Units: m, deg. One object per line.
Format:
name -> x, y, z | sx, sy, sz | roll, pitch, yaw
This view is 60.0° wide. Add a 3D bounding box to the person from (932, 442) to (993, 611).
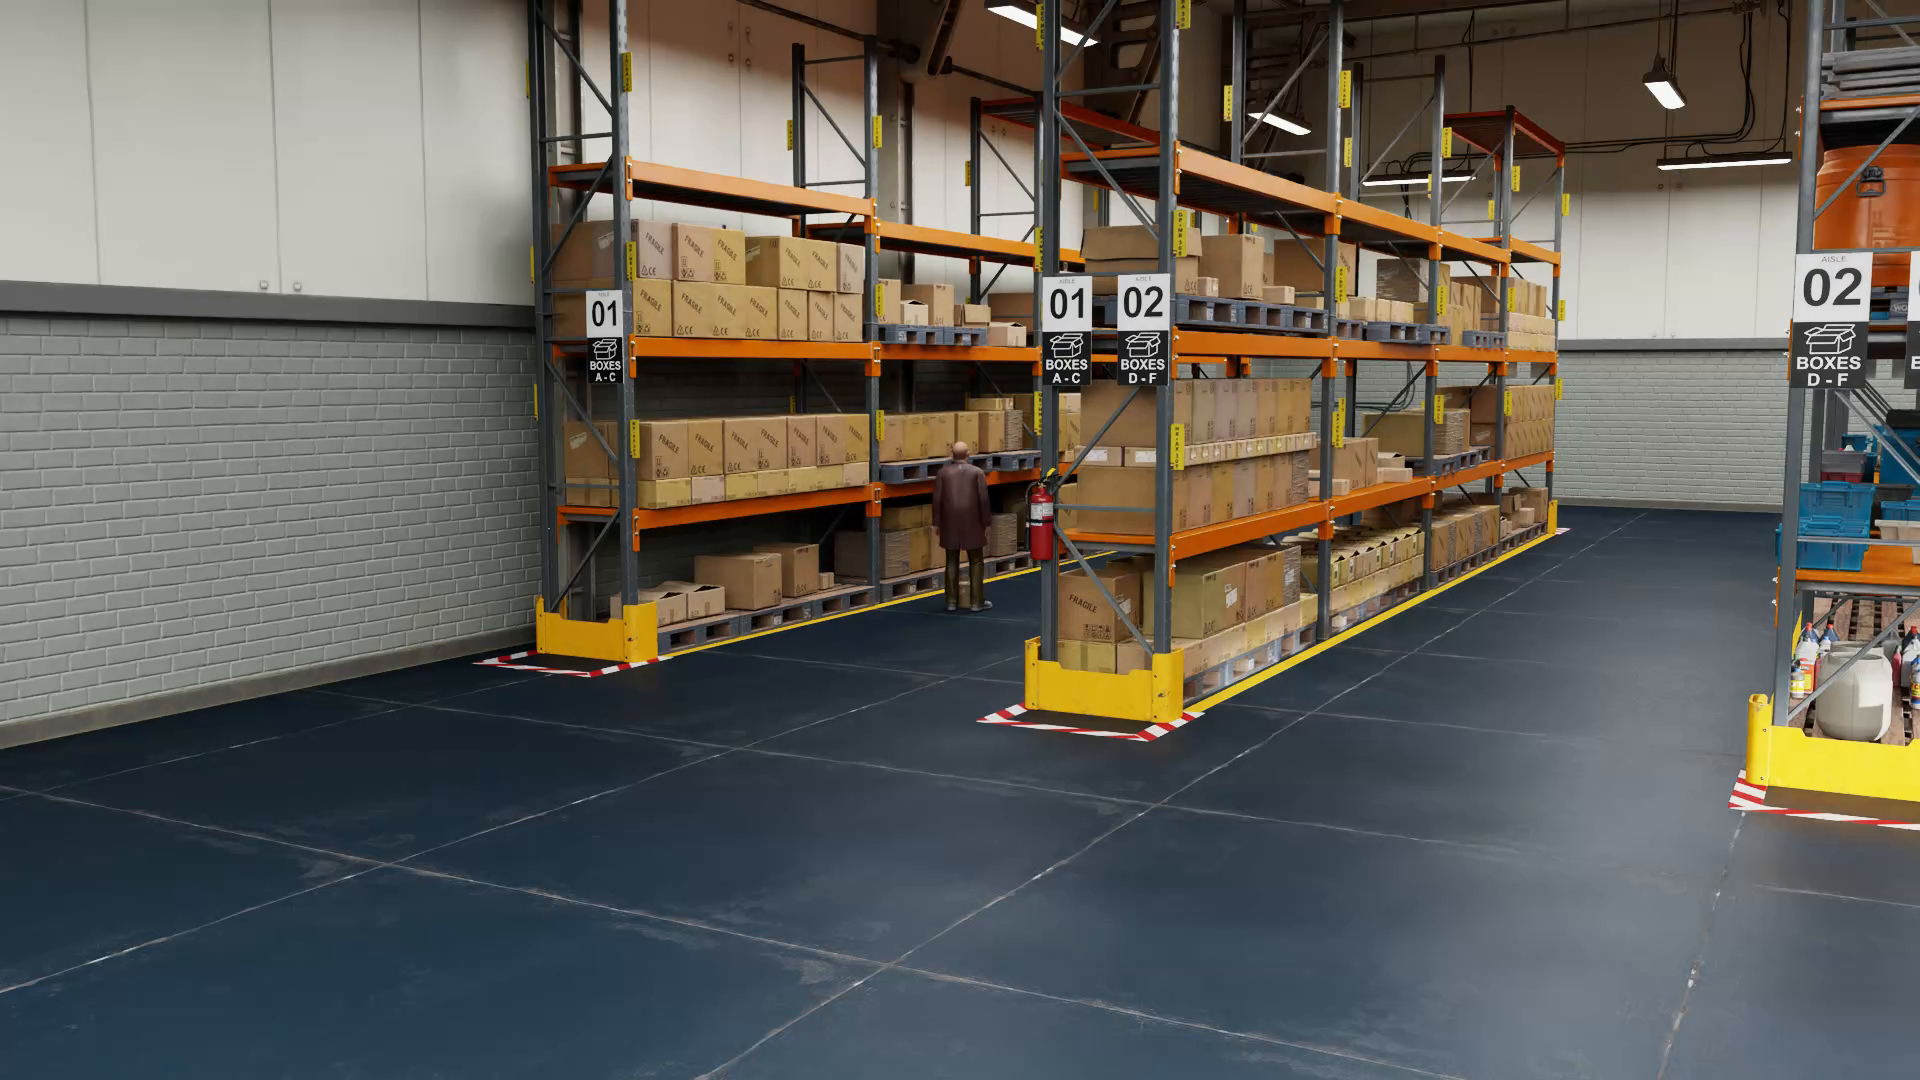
person -> 0.020, -0.146, 17.507 | 0.646, 1.772, 0.429 | 1, 6, 11
